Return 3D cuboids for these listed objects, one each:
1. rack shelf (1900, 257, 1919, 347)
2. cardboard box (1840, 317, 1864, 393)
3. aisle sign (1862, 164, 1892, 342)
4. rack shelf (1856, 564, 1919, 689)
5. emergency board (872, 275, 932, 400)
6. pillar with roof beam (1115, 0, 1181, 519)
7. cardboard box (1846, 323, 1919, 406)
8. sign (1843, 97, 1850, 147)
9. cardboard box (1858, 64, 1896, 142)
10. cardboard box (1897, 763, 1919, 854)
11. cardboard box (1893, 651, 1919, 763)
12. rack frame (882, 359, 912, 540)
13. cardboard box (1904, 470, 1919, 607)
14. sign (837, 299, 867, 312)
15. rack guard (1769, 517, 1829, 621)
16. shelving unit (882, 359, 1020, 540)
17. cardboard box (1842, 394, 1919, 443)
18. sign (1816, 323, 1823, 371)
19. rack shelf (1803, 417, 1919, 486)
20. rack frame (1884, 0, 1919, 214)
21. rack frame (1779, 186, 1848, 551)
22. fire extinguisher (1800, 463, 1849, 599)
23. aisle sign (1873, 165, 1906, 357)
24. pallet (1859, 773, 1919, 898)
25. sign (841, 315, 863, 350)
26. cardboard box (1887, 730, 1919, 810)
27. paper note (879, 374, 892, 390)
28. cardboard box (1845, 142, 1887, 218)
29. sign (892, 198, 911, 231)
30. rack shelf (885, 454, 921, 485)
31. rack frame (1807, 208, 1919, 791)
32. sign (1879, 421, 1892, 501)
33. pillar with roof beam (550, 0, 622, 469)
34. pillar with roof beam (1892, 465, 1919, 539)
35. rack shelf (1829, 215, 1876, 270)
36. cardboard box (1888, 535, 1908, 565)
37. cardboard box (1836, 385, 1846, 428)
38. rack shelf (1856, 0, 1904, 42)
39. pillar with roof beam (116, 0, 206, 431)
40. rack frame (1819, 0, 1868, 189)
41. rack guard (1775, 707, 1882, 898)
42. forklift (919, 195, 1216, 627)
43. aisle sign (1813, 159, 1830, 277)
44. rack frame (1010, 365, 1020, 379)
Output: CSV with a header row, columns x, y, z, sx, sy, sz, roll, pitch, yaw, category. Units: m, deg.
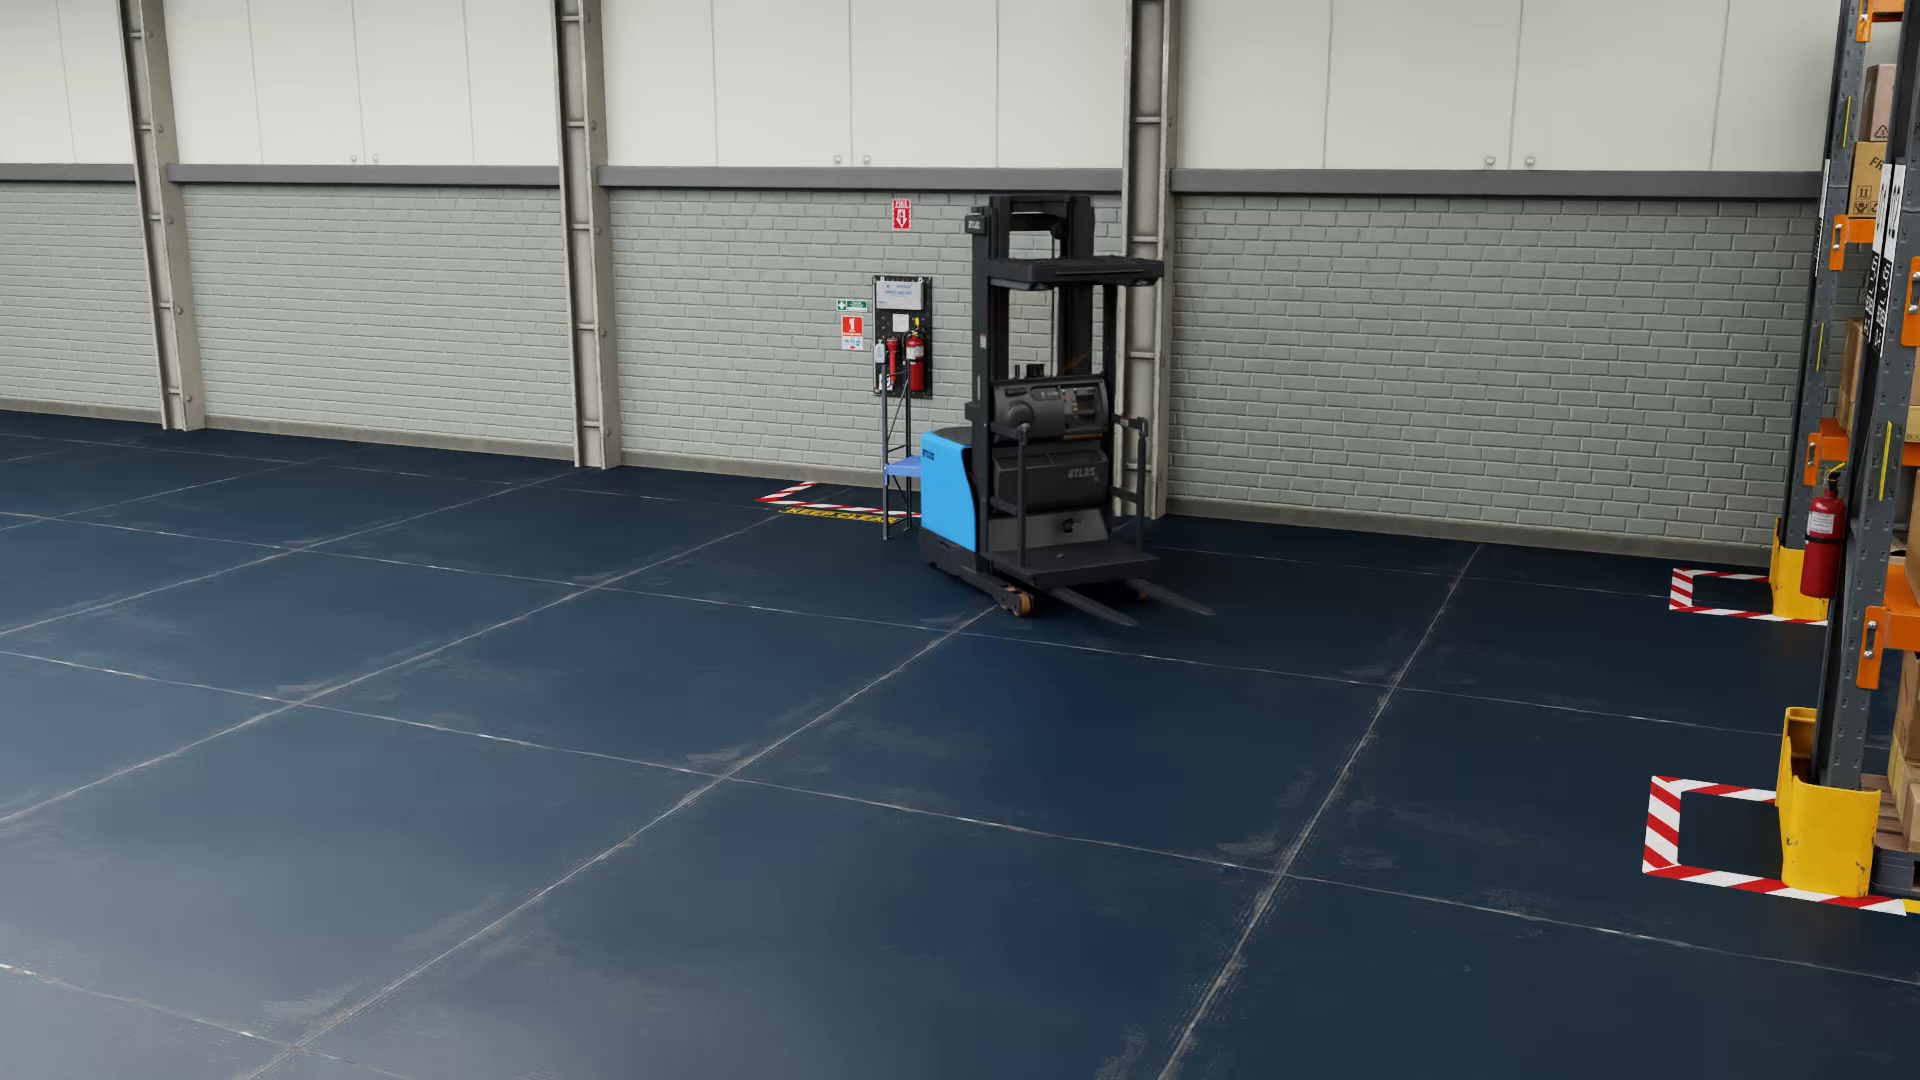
x,y,z,sx,sy,sz,roll,pitch,yaw,category
5.978,-0.915,6.595,4.000,0.370,1.077,6,14,23,rack shelf
6.670,-1.327,11.988,0.500,0.500,0.500,6,14,23,cardboard box
4.208,-1.323,7.635,0.004,0.787,0.394,6,14,23,aisle sign
5.978,0.546,6.938,4.000,0.370,1.077,6,14,23,rack shelf
-0.587,-1.932,15.924,0.643,1.169,0.194,6,14,23,emergency board
-0.087,-3.717,10.398,0.400,9.000,9.100,6,14,23,pillar with roof beam
6.467,-1.219,11.529,0.500,0.500,0.500,6,14,23,cardboard box
5.933,-2.797,11.130,0.005,0.325,0.100,6,14,23,sign
6.406,-2.944,11.217,0.500,0.500,0.500,5,14,19,cardboard box
4.550,1.241,7.501,0.500,0.250,0.500,6,14,23,cardboard box
4.760,0.767,7.878,0.500,0.500,0.500,6,14,23,cardboard box
-0.543,-0.785,14.318,0.032,1.500,0.500,6,14,23,rack frame
4.571,0.008,7.438,0.500,0.500,0.700,6,14,23,cardboard box
-1.050,-2.278,16.159,0.331,0.109,0.001,6,14,23,sign
6.222,0.199,12.311,0.348,0.500,1.175,6,14,23,rack guard
-0.078,-0.738,14.117,1.048,1.500,0.538,6,14,23,shelving unit
6.470,-0.850,11.595,0.500,0.250,0.500,5,14,22,cardboard box
5.933,-1.333,11.473,0.005,0.325,0.100,6,14,23,sign
7.981,-0.489,11.349,4.000,0.370,1.077,6,14,23,rack shelf
4.149,-2.910,6.959,0.127,3.000,1.000,6,14,23,rack frame
6.152,-1.025,12.055,0.127,3.000,1.000,6,14,23,rack frame
4.229,-0.060,8.113,0.183,0.674,0.296,6,14,23,fire extinguisher
3.965,-1.197,7.101,0.004,0.787,0.394,6,14,23,aisle sign
4.866,1.430,7.699,1.213,0.211,1.003,6,14,23,pallet
-1.051,-2.022,16.229,0.234,0.329,0.001,6,14,23,sign
4.759,1.132,7.962,0.500,0.250,0.500,6,14,23,cardboard box
-0.721,-1.534,16.156,0.142,0.148,0.016,6,14,23,paper note
6.357,-2.460,11.345,0.500,0.500,0.500,6,15,25,cardboard box
-0.554,-3.082,15.751,0.199,0.298,0.001,6,14,23,sign
-0.078,-0.563,14.158,1.000,0.185,0.538,6,14,23,rack shelf
4.149,0.010,7.644,0.127,3.000,1.000,6,14,23,rack frame
3.919,-0.334,7.045,0.005,0.325,0.100,6,14,23,sign
-5.572,-4.272,12.764,0.400,9.000,9.100,6,14,23,pillar with roof beam
5.399,-3.162,8.032,0.400,9.000,9.100,6,14,23,pillar with roof beam
7.981,-1.950,11.006,4.000,0.370,1.077,6,14,23,rack shelf
6.749,0.153,11.959,0.500,0.311,0.500,4,14,17,cardboard box
6.658,-0.959,12.058,0.500,0.250,0.500,6,14,24,cardboard box
7.981,-3.408,10.664,4.000,0.370,1.077,6,14,23,rack shelf
-11.058,-4.828,15.130,0.400,9.000,9.100,6,14,23,pillar with roof beam
6.152,-3.945,11.370,0.127,3.000,1.000,6,14,23,rack frame
4.127,1.225,7.939,0.348,0.500,1.175,6,14,23,rack guard
0.766,-0.993,12.070,1.130,2.935,3.031,-6,15,-25,forklift
5.965,-2.234,11.520,0.004,0.787,0.394,6,14,23,aisle sign
0.387,-0.691,13.917,0.032,1.500,0.500,6,14,23,rack frame
